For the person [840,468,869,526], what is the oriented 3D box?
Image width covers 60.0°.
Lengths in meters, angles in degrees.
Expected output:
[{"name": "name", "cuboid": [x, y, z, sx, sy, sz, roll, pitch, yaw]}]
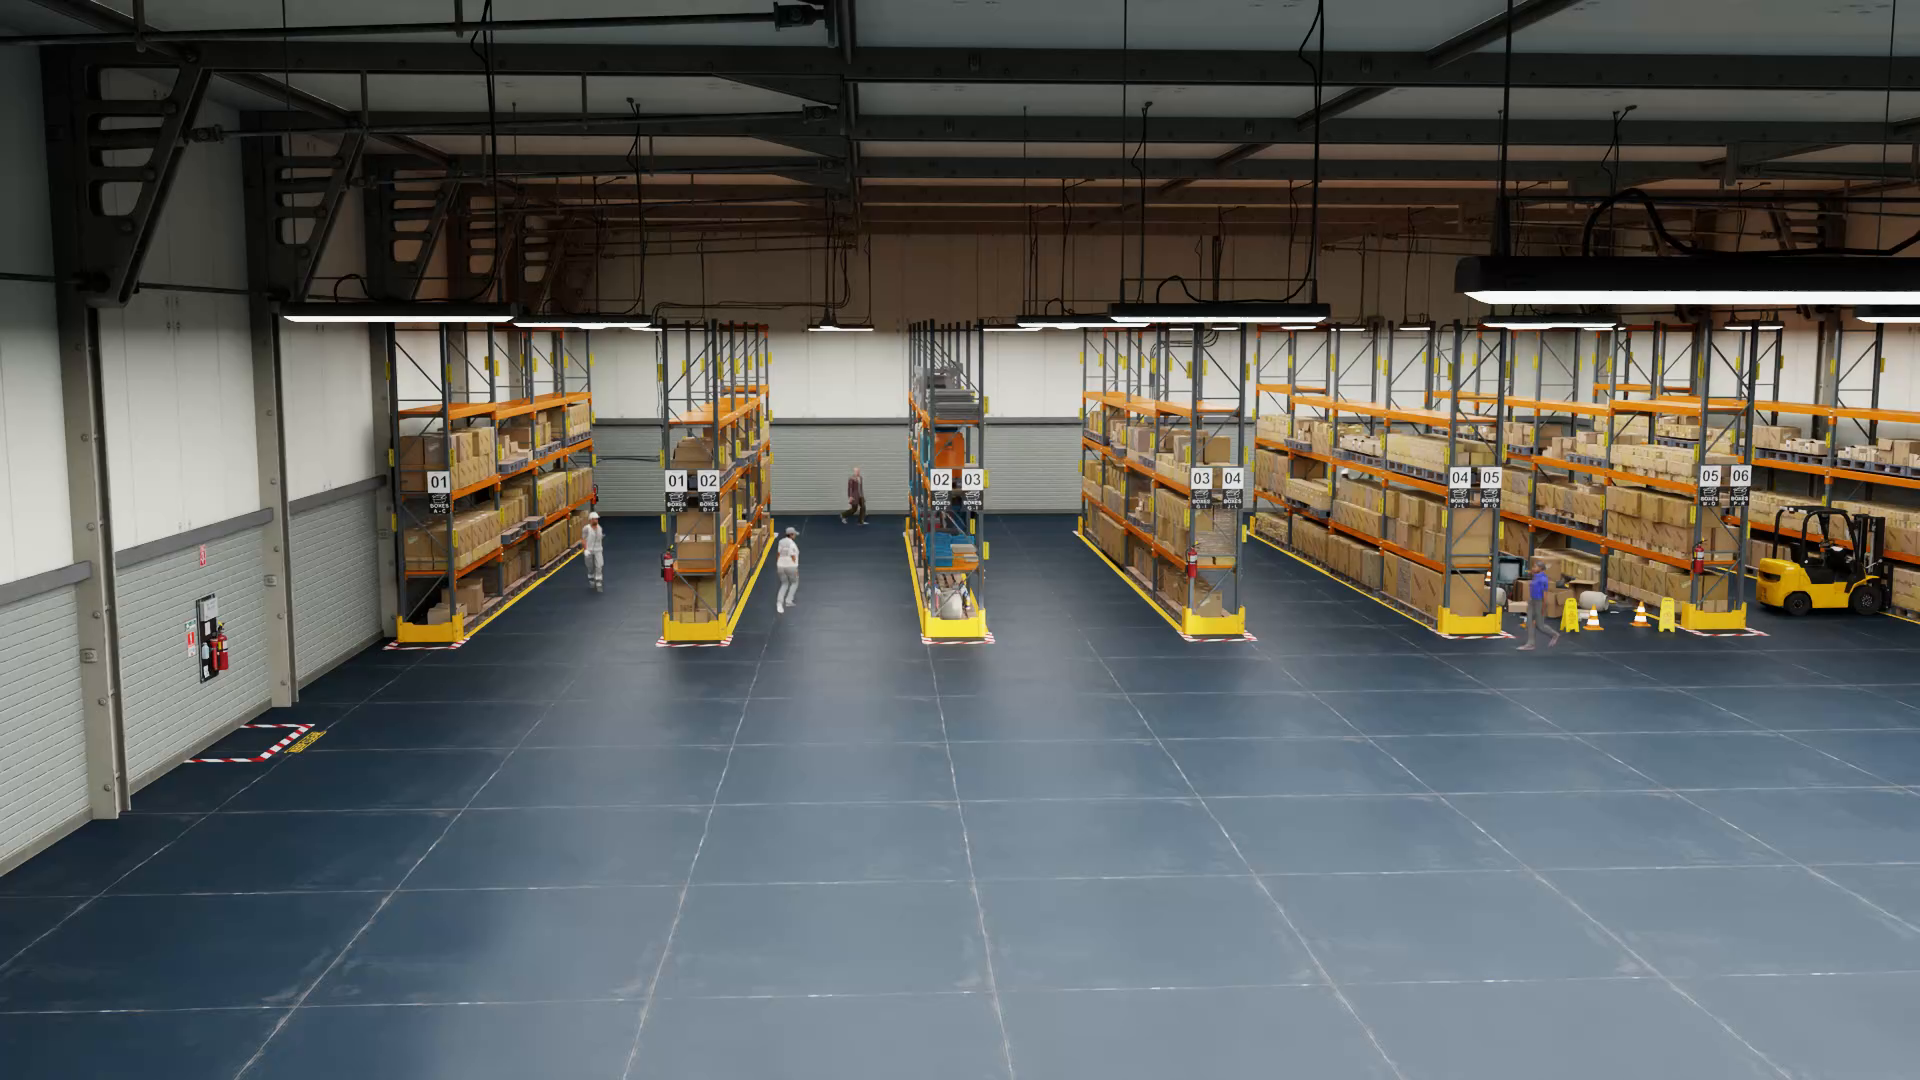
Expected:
[{"name": "person", "cuboid": [-3.151, -1.310, 49.871, 0.891, 1.742, 0.654, 4, 8, 29]}]

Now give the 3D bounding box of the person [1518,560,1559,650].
[{"name": "person", "cuboid": [10.502, 1.184, 30.127, 0.637, 1.645, 0.439, -3, 8, -21]}]

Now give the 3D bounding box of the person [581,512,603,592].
[{"name": "person", "cuboid": [-8.187, 0.257, 37.030, 0.469, 1.731, 1.007, -1, 7, -10]}]

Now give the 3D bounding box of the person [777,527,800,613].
[{"name": "person", "cuboid": [-3.445, 0.603, 33.347, 0.493, 1.733, 0.444, 4, 8, 29]}]

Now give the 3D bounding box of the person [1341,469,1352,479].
[{"name": "person", "cuboid": [11.594, -1.263, 49.593, 0.770, 1.734, 0.678, -2, 7, -15]}]
